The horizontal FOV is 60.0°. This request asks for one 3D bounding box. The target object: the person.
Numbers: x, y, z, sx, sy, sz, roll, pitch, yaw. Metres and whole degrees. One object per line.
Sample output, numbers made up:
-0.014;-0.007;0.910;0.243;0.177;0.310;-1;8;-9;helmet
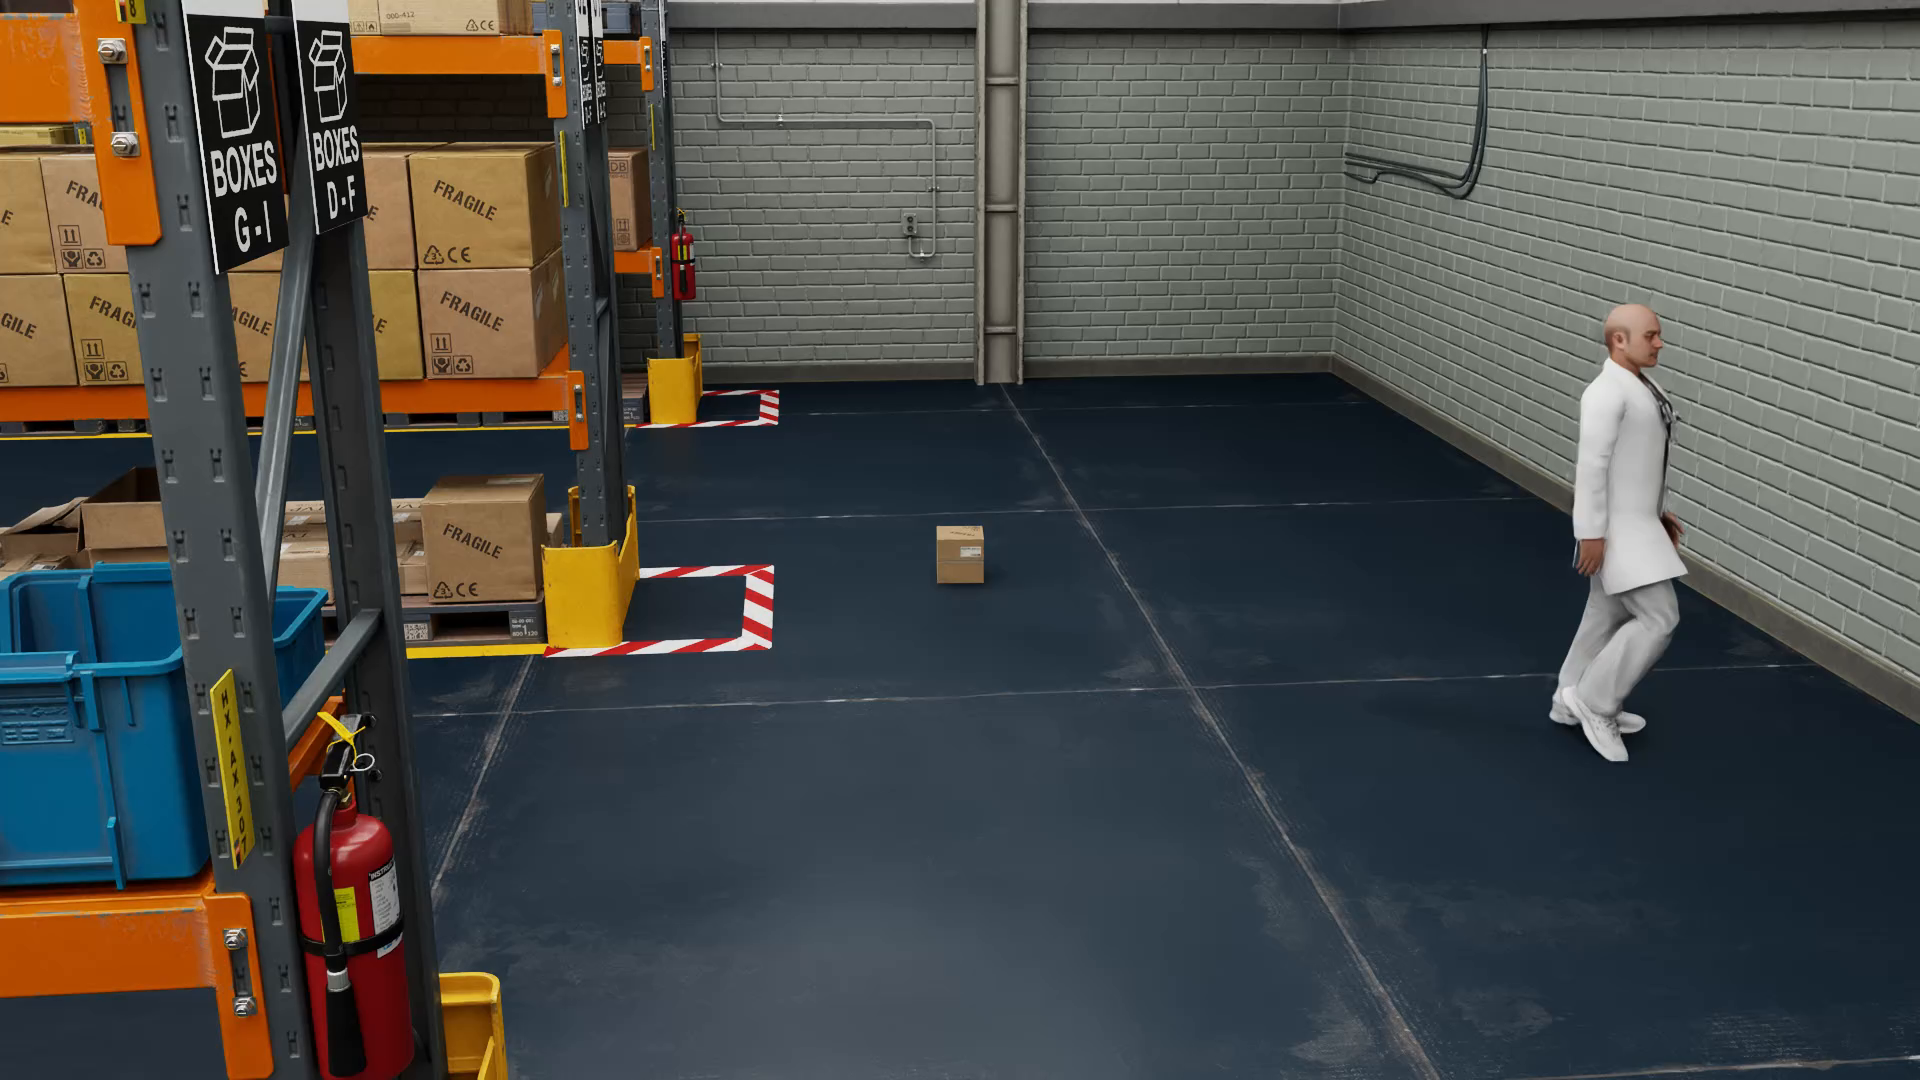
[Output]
2.766;0.010;6.582;0.687;1.844;0.583;10;19;30;person
